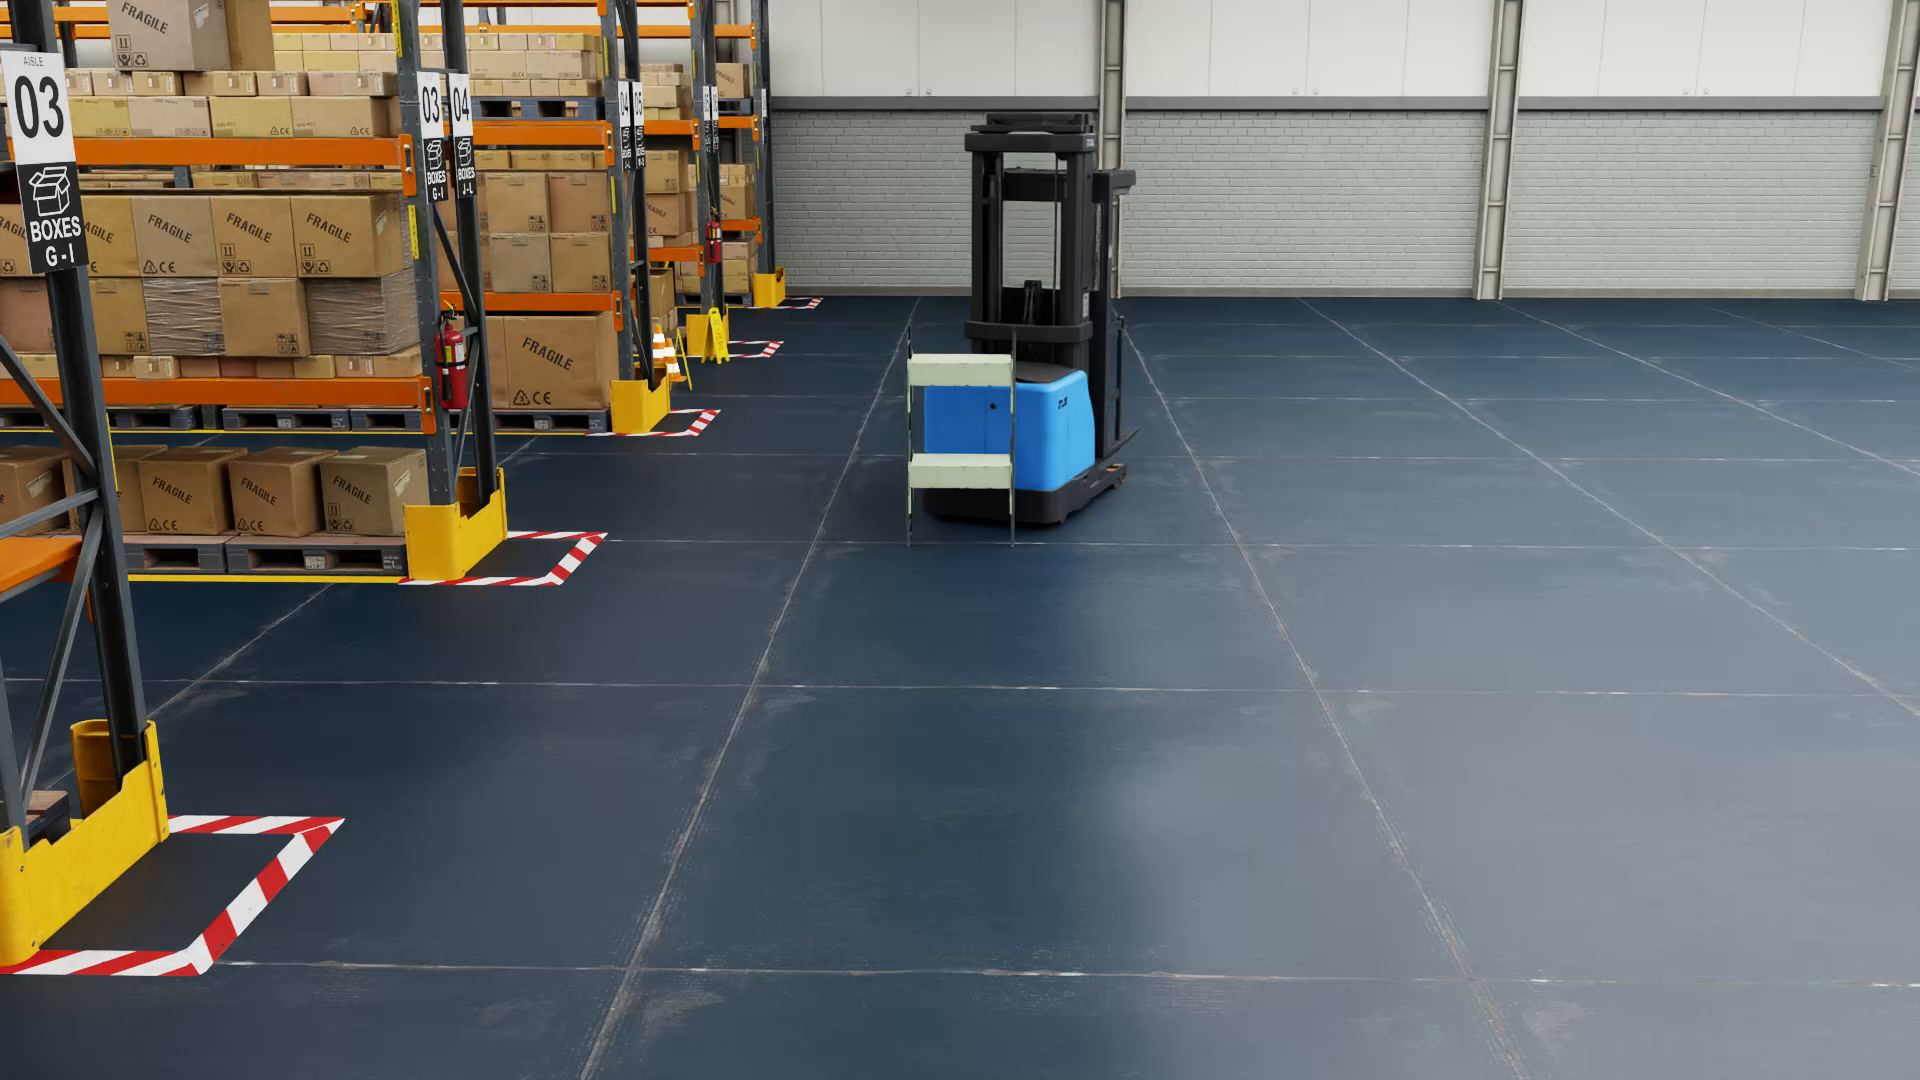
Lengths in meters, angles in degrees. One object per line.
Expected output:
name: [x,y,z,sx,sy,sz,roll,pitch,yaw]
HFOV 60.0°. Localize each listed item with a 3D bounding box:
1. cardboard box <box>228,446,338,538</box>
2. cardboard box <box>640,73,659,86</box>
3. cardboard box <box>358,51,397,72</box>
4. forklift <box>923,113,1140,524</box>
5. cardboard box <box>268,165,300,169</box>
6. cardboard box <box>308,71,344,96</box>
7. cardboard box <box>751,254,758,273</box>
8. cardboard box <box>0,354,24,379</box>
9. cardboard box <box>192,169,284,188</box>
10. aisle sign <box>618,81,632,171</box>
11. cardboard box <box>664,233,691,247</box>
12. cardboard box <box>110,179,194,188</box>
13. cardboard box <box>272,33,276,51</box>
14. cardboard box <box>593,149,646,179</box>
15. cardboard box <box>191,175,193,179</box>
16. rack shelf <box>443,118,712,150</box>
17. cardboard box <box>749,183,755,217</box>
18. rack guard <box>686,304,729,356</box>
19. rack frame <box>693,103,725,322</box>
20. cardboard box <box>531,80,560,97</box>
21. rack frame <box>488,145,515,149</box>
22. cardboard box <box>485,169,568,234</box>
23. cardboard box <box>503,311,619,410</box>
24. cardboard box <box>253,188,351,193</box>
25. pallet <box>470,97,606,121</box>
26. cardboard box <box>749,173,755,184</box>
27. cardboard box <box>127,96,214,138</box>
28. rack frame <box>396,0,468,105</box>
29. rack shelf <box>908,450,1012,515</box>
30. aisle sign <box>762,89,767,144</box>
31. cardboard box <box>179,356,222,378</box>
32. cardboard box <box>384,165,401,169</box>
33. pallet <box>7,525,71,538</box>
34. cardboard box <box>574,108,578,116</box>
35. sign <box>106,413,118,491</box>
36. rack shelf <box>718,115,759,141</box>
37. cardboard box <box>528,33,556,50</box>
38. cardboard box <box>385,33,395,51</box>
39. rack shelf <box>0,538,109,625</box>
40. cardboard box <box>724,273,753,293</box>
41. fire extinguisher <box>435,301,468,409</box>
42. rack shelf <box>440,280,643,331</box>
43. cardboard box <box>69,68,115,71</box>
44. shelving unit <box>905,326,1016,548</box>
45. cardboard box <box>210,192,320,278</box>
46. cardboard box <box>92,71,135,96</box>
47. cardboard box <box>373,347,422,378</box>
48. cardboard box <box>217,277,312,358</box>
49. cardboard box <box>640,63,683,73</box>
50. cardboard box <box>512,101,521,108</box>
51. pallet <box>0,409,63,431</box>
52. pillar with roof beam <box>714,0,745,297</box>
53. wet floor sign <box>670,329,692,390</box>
cardboard box: [-4.569,-0.332,11.295,0.500,0.500,0.500,4,15,16]
cardboard box: [-3.696,-5.514,19.910,0.250,0.149,0.380,1,15,2]
cardboard box: [-5.122,-4.314,15.122,0.500,0.250,0.500,1,15,2]
forklift: [0.728,-1.866,13.169,1.130,2.935,3.031,6,16,20]
cardboard box: [-8.249,-4.543,20.305,0.250,0.149,0.380,0,15,0]
cardboard box: [-3.890,-2.859,10.427,0.250,0.149,0.380,0,15,0]
cardboard box: [-3.436,-4.299,25.839,0.500,0.250,0.500,1,15,2]
cardboard box: [-6.139,-1.150,10.810,0.250,0.149,0.380,0,15,1]
cardboard box: [-6.750,-3.208,15.708,0.550,0.550,0.875,0,15,1]
aisle sign: [-3.056,-3.778,15.185,0.004,0.787,0.394,0,15,1]
cardboard box: [-3.473,-3.688,20.430,0.250,0.149,0.380,1,15,3]
cardboard box: [-7.615,-3.158,15.774,0.500,0.500,0.700,0,15,0]
cardboard box: [-6.255,-4.498,15.039,0.250,0.149,0.380,0,15,1]
cardboard box: [-4.116,-4.490,20.239,0.500,0.500,0.700,1,15,2]
cardboard box: [-9.095,-4.238,20.422,0.500,0.500,0.500,0,15,-1]
rack shelf: [-5.093,-4.977,20.354,4.000,0.370,1.077,0,15,1]
cardboard box: [-3.459,-5.250,25.662,0.500,0.500,0.500,1,15,3]
rack guard: [-3.170,-2.653,20.916,0.348,0.500,1.175,0,15,1]
rack frame: [-3.094,-3.861,20.596,0.127,3.000,1.000,0,15,1]
cardboard box: [-3.712,-4.096,15.079,0.250,0.149,0.380,0,15,2]
rack frame: [-6.970,-5.153,25.492,0.127,3.000,1.000,0,15,1]
cardboard box: [-4.041,-3.185,15.623,0.550,0.550,0.875,0,15,1]
cardboard box: [-3.799,-1.762,15.979,0.875,0.875,0.875,0,15,2]
cardboard box: [-4.390,-2.088,11.135,0.500,0.500,0.500,0,15,1]
pallet: [-3.861,-4.008,15.445,1.213,0.211,1.003,0,15,1]
cardboard box: [-3.303,-5.558,25.557,0.250,0.149,0.380,0,15,0]
cardboard box: [-4.847,-2.658,10.450,0.500,0.250,0.500,1,15,3]
rack frame: [-3.347,-4.235,10.251,0.127,3.000,1.000,0,15,1]
rack shelf: [0.007,-0.410,11.732,0.720,0.370,0.431,0,15,1]
aisle sign: [-2.913,-6.309,24.776,0.004,0.787,0.394,0,15,1]
cardboard box: [-4.887,-1.166,10.871,0.250,0.149,0.380,0,15,1]
cardboard box: [-6.658,-4.505,20.296,0.500,0.500,0.700,0,15,1]
pallet: [-6.673,-0.017,11.489,1.213,0.211,1.003,0,15,1]
cardboard box: [-4.474,-5.133,20.028,0.250,0.149,0.380,0,15,1]
sign: [-3.455,-0.345,6.725,0.005,0.325,0.100,0,15,1]
rack shelf: [-4.970,-6.243,25.152,4.000,0.370,1.077,0,15,1]
cardboard box: [-3.714,-4.482,14.978,0.250,0.149,0.380,0,15,2]
cardboard box: [-4.989,-4.490,15.008,0.250,0.149,0.380,0,15,2]
rack shelf: [-5.473,0.264,6.370,4.000,0.370,1.077,0,15,1]
cardboard box: [-3.449,-3.923,25.397,0.500,0.250,0.500,0,15,2]
fire extinguisher: [-3.244,-1.178,10.578,0.183,0.674,0.296,0,15,1]
rack shelf: [-5.119,-2.264,15.950,4.000,0.370,1.077,0,15,1]
cardboard box: [-7.828,-4.217,15.340,0.500,0.250,0.500,1,15,2]
shelving unit: [0.007,-0.725,11.649,0.755,1.500,0.431,0,15,1]
cardboard box: [-4.403,-1.952,10.620,0.500,0.500,0.500,0,15,1]
cardboard box: [-5.206,-2.851,10.398,0.250,0.149,0.380,0,15,-1]
cardboard box: [-3.637,-1.162,10.856,0.250,0.149,0.380,0,15,1]
cardboard box: [-4.399,-1.510,10.902,0.500,0.500,0.875,0,15,1]
cardboard box: [-4.441,-6.850,24.829,0.500,0.500,0.700,0,15,2]
cardboard box: [-5.139,-5.326,19.978,0.500,0.250,0.500,1,15,2]
pallet: [-9.114,-1.269,16.237,1.213,0.211,1.003,0,15,1]
pillar with roof beam: [-3.754,-7.164,21.356,0.400,9.000,9.100,0,15,1]
wet floor sign: [-3.040,-1.965,18.022,0.232,0.644,0.267,-2,15,-8]
